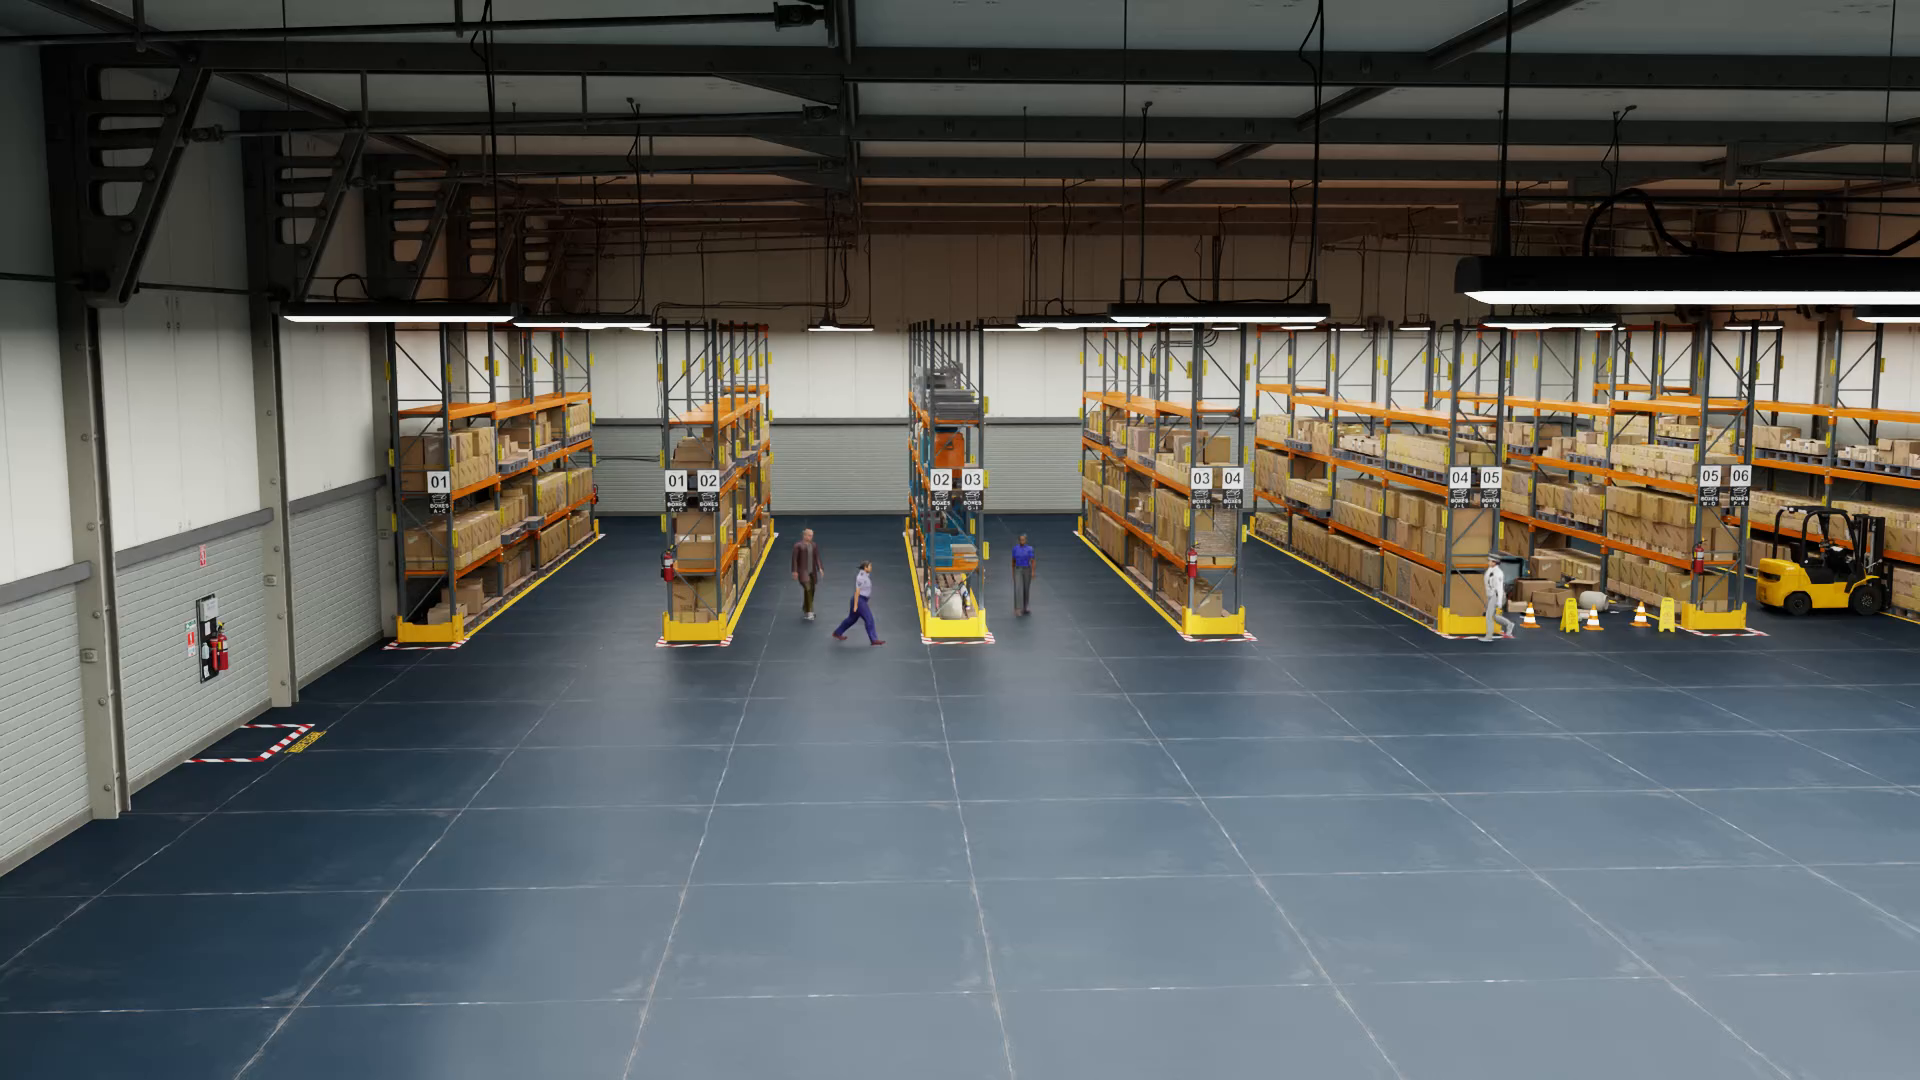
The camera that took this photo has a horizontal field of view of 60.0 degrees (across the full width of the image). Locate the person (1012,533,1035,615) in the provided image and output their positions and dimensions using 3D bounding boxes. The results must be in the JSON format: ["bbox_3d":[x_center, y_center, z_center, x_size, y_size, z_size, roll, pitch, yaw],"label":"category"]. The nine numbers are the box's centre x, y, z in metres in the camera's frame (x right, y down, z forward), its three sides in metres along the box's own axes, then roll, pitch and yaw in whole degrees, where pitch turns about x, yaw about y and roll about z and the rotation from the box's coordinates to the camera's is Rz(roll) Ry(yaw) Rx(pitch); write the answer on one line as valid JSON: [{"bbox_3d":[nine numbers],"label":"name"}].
[{"bbox_3d":[1.295,0.685,34.182,0.500,1.651,0.692,2,7,12],"label":"person"}]

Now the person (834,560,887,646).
[{"bbox_3d":[-1.853,1.143,30.749,1.068,1.583,0.496,1,7,11],"label":"person"}]

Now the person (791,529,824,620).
[{"bbox_3d":[-3.036,0.693,33.744,0.610,1.803,0.743,-7,10,-43],"label":"person"}]

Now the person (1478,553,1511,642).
[{"bbox_3d":[10.022,1.058,31.054,0.689,1.656,0.501,-1,7,-6],"label":"person"}]

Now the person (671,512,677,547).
[{"bbox_3d":[-7.635,-0.612,44.690,0.452,1.609,1.064,0,7,0],"label":"person"}]
